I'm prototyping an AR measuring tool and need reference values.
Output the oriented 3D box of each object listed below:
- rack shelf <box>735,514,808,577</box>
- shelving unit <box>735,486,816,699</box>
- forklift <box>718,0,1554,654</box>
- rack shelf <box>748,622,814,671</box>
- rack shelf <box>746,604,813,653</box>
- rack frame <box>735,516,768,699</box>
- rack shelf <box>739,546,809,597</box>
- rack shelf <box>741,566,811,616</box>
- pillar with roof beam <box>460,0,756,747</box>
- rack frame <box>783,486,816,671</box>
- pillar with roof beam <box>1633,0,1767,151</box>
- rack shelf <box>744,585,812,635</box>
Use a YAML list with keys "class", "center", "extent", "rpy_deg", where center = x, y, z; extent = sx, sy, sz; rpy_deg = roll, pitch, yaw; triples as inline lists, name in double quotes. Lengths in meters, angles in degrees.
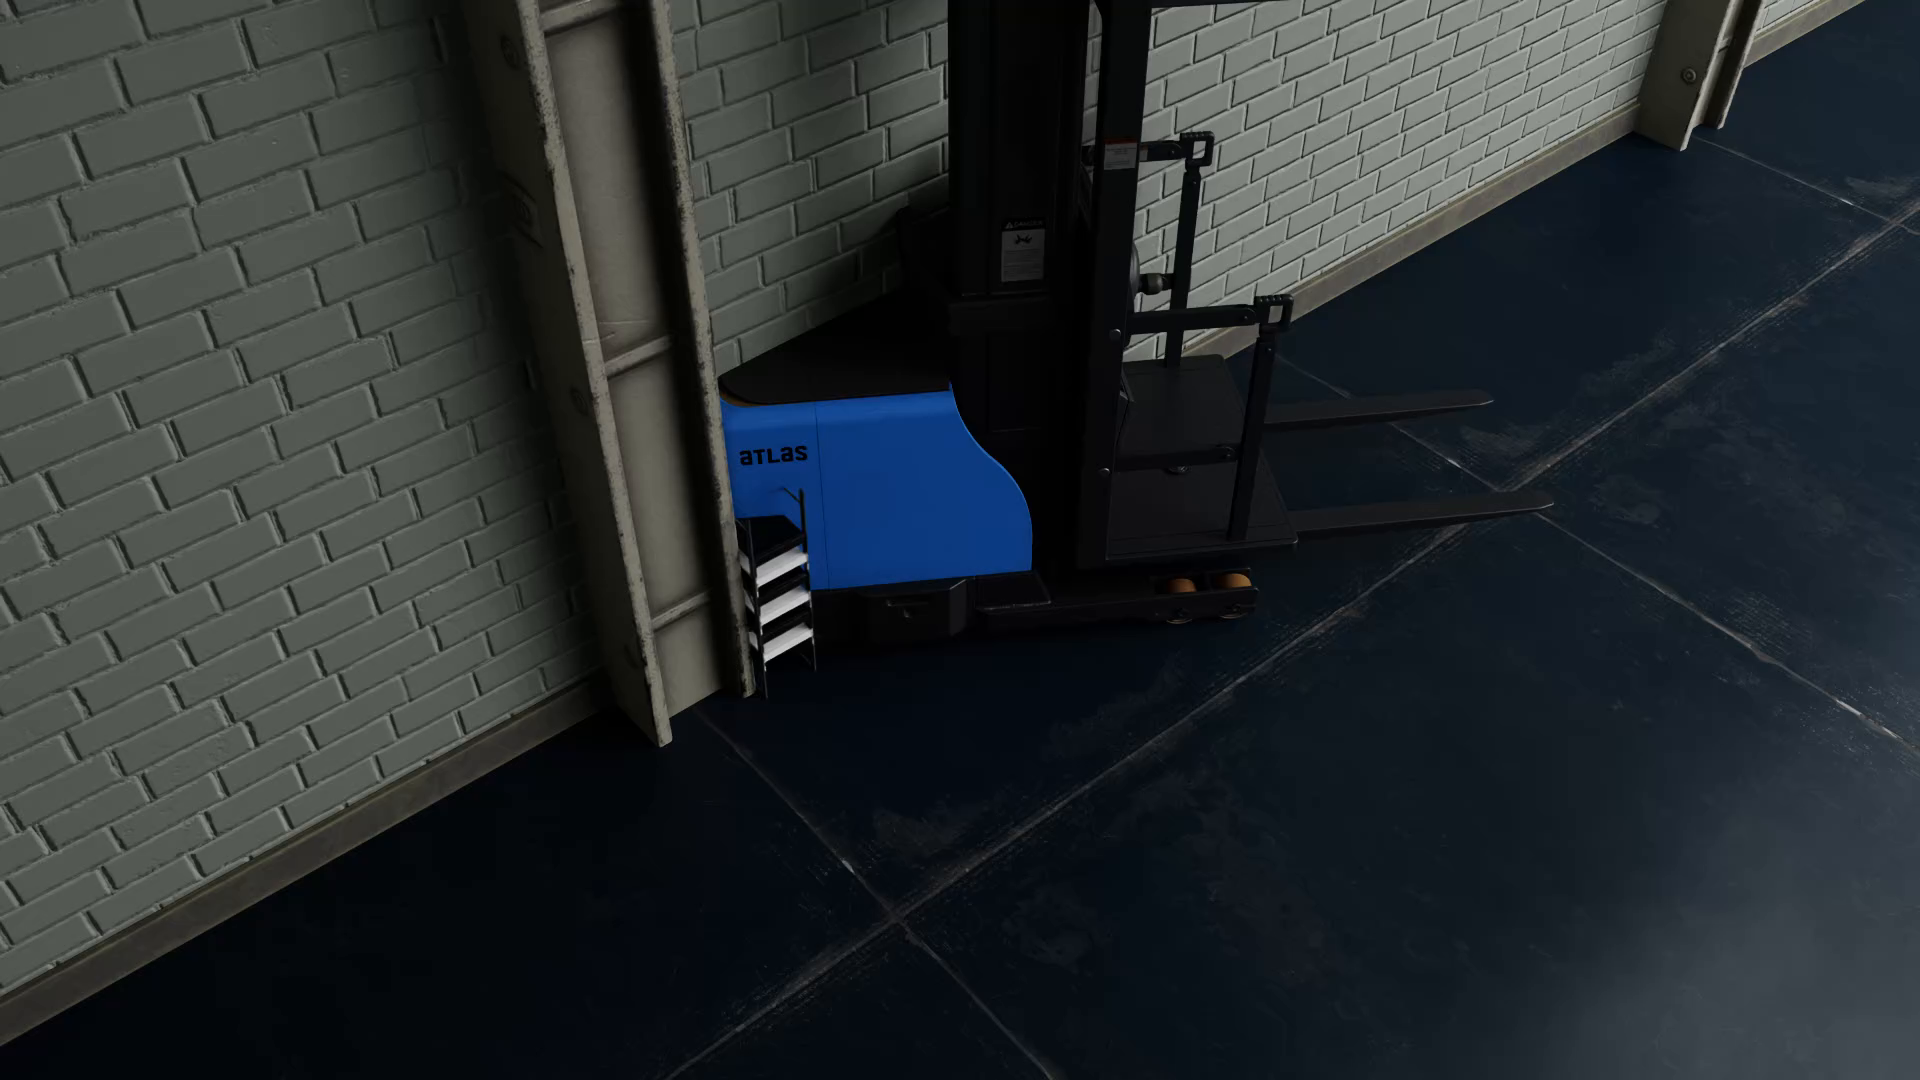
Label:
- class: "rack shelf"
  center: [-0.645, -0.019, 5.343]
  extent: [0.200, 0.077, 0.258]
  rpy_deg: [-29, 52, -27]
- class: "shelving unit"
  center: [-0.649, 0.150, 5.509]
  extent: [0.210, 0.900, 0.258]
  rpy_deg: [-29, 52, -27]
- class: "forklift"
  center: [0.625, -1.125, 5.307]
  extent: [3.031, 2.935, 1.130]
  rpy_deg: [-5, 43, -6]
- class: "rack shelf"
  center: [-0.652, 0.302, 5.659]
  extent: [0.200, 0.077, 0.258]
  rpy_deg: [-29, 52, -27]
- class: "rack shelf"
  center: [-0.651, 0.237, 5.596]
  extent: [0.200, 0.077, 0.258]
  rpy_deg: [-29, 52, -27]
- class: "rack frame"
  center: [-0.728, 0.194, 5.463]
  extent: [0.006, 0.900, 0.240]
  rpy_deg: [-29, 52, -27]
- class: "rack shelf"
  center: [-0.646, 0.045, 5.406]
  extent: [0.200, 0.077, 0.258]
  rpy_deg: [-29, 52, -27]
- class: "rack shelf"
  center: [-0.648, 0.109, 5.469]
  extent: [0.200, 0.077, 0.258]
  rpy_deg: [-29, 52, -27]
- class: "pillar with roof beam"
  center: [1.816, -0.497, 0.206]
  extent: [0.400, 9.000, 9.100]
  rpy_deg: [-30, 51, -28]
- class: "rack frame"
  center: [-0.570, 0.106, 5.556]
  extent: [0.006, 0.900, 0.240]
  rpy_deg: [-29, 52, -27]
- class: "pillar with roof beam"
  center: [6.418, -3.132, 3.012]
  extent: [0.400, 9.000, 9.100]
  rpy_deg: [-30, 51, -28]
- class: "rack shelf"
  center: [-0.649, 0.173, 5.532]
  extent: [0.200, 0.077, 0.258]
  rpy_deg: [-29, 52, -27]
